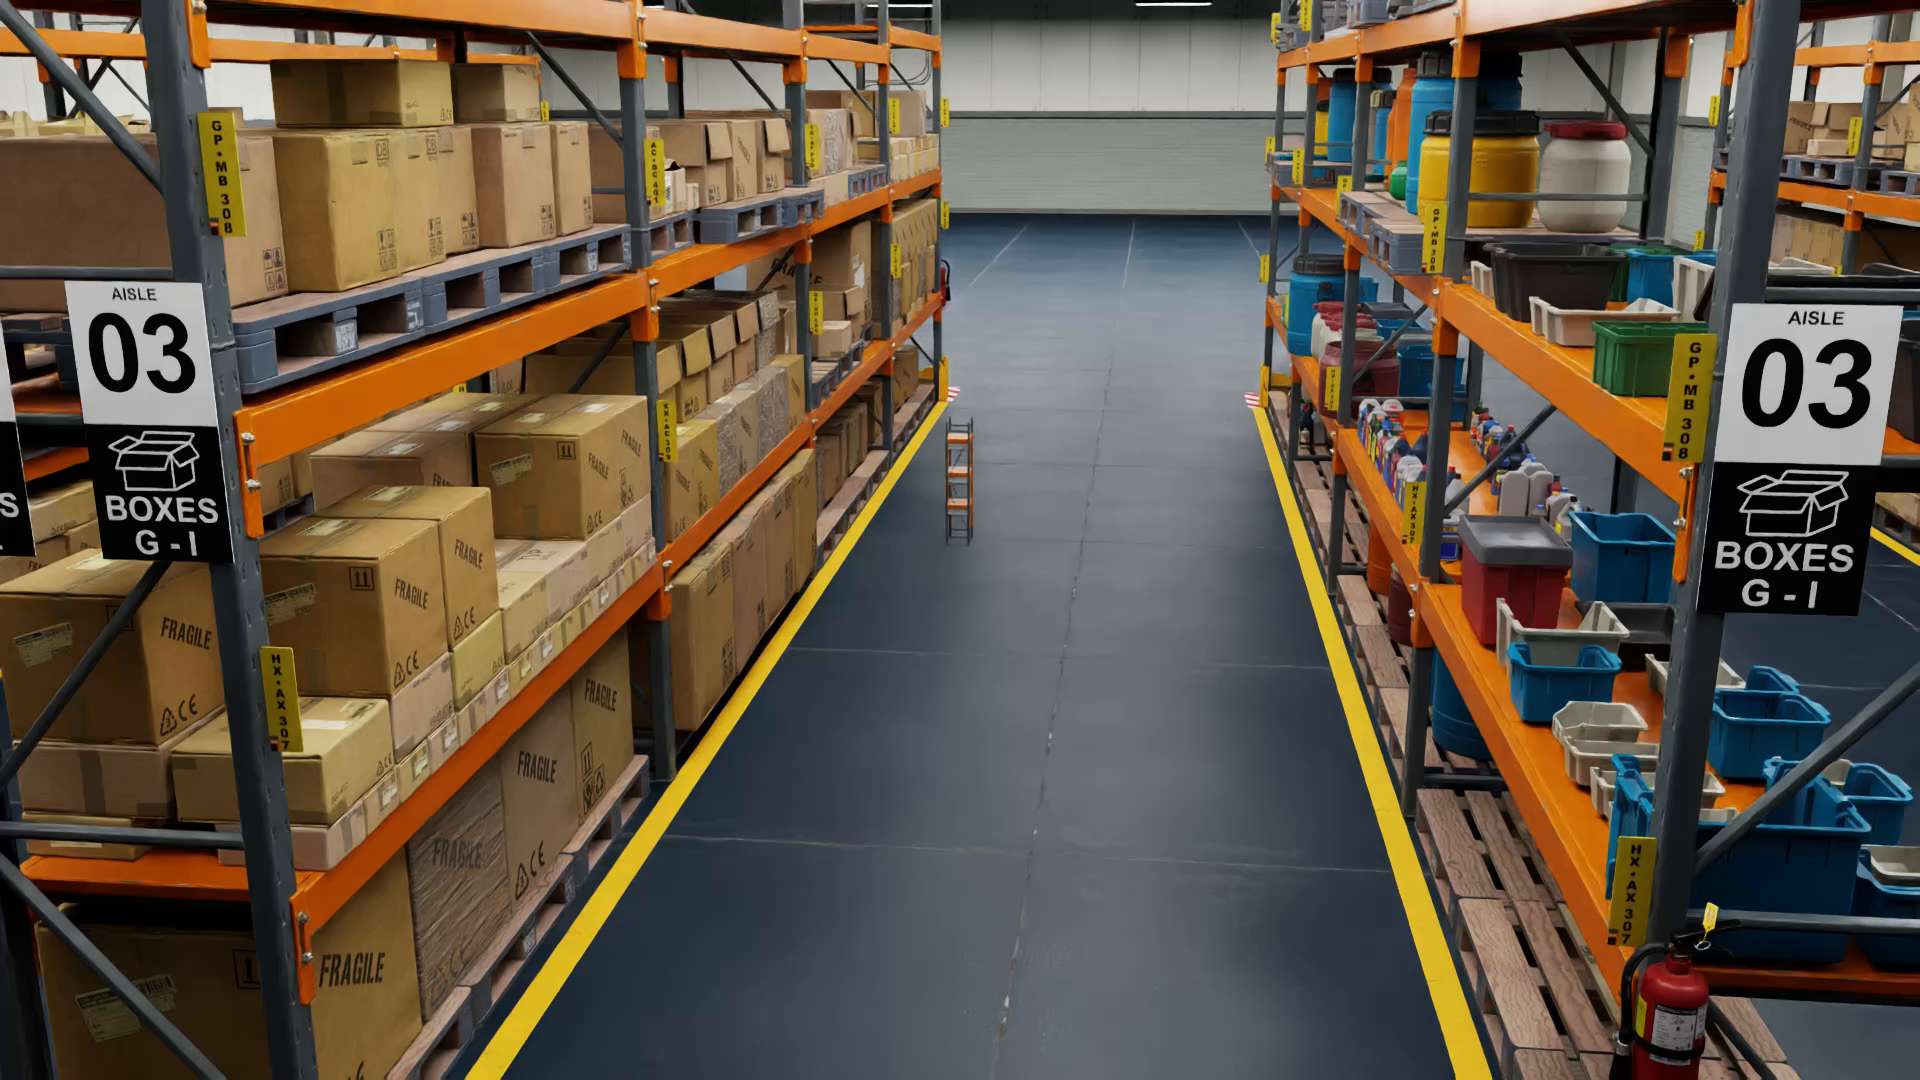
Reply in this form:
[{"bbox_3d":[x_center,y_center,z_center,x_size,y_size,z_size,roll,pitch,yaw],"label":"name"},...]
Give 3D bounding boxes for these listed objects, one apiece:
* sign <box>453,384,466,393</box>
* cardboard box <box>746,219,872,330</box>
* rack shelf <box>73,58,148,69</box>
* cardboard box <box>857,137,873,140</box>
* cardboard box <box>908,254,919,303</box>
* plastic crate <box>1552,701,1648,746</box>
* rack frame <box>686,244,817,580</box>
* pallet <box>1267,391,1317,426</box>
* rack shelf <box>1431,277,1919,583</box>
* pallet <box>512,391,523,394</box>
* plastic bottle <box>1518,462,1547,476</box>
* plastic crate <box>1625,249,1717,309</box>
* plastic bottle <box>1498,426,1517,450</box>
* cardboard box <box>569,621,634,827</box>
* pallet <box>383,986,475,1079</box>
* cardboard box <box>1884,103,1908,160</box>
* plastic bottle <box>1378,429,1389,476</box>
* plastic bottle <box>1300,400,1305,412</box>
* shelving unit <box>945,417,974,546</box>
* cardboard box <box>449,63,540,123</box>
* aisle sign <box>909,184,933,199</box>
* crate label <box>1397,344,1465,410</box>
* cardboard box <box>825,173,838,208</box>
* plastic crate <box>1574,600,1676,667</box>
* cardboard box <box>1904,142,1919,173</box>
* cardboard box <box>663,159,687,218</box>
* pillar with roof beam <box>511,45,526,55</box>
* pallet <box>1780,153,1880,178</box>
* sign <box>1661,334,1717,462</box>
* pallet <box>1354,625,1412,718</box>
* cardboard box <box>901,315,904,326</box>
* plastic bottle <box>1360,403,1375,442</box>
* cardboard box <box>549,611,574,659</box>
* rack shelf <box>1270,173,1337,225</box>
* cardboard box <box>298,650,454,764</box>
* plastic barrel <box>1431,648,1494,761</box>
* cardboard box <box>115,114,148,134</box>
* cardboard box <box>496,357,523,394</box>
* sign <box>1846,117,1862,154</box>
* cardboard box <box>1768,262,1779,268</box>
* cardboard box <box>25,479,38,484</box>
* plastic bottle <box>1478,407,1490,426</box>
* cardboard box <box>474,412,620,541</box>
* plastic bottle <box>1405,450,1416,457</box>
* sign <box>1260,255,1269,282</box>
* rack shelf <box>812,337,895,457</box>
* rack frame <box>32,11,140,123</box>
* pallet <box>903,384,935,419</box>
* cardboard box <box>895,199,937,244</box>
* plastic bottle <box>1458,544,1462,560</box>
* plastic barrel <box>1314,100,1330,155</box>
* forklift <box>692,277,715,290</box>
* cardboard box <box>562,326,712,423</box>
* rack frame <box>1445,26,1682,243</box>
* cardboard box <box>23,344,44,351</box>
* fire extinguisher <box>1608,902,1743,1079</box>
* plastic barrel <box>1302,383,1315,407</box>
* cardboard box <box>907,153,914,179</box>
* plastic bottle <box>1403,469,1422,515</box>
[{"bbox_3d":[-2.626,-0.664,8.806,0.100,0.325,0.005,2,15,6],"label":"sign"},{"bbox_3d":[-1.412,-2.495,15.690,1.000,1.000,1.000,2,15,7],"label":"cardboard box"},{"bbox_3d":[-10.804,-5.563,18.879,1.077,0.370,4.000,2,15,6],"label":"rack shelf"},{"bbox_3d":[-1.155,-4.344,18.256,0.380,0.149,0.250,2,15,6],"label":"cardboard box"},{"bbox_3d":[-0.926,-2.902,18.385,0.875,0.500,0.500,2,15,6],"label":"cardboard box"},{"bbox_3d":[2.365,0.710,6.181,0.298,0.136,0.250,2,15,6],"label":"plastic crate"},{"bbox_3d":[-1.635,-1.168,12.734,1.000,3.000,0.127,2,15,6],"label":"rack frame"},{"bbox_3d":[4.131,-1.519,19.375,1.003,0.211,1.213,2,15,6],"label":"pallet"},{"bbox_3d":[2.610,-0.566,6.141,1.077,0.370,4.000,2,15,6],"label":"rack shelf"},{"bbox_3d":[-5.801,-1.543,19.466,1.003,0.211,1.213,2,15,6],"label":"pallet"},{"bbox_3d":[3.397,-0.334,9.887,0.152,0.276,0.135,2,15,6],"label":"plastic bottle"},{"bbox_3d":[3.050,-1.106,7.080,0.416,0.233,0.300,2,15,6],"label":"plastic crate"},{"bbox_3d":[3.477,-0.544,10.522,0.144,0.351,0.185,2,15,6],"label":"plastic bottle"},{"bbox_3d":[-2.240,0.862,8.495,0.875,0.875,0.875,2,15,6],"label":"cardboard box"},{"bbox_3d":[-2.525,2.044,6.200,1.003,0.211,1.213,2,15,6],"label":"pallet"},{"bbox_3d":[8.978,-3.802,15.464,0.500,0.500,0.500,3,15,11],"label":"cardboard box"},{"bbox_3d":[2.741,-0.564,10.726,0.061,0.283,0.133,2,15,6],"label":"plastic bottle"},{"bbox_3d":[3.582,-1.302,17.462,0.144,0.351,0.185,2,15,6],"label":"plastic bottle"},{"bbox_3d":[-0.006,-0.493,13.974,0.215,1.050,0.252,2,15,6],"label":"shelving unit"},{"bbox_3d":[-2.198,-1.996,7.425,0.500,0.250,0.500,1,15,3],"label":"cardboard box"},{"bbox_3d":[-0.427,-4.505,20.094,0.394,0.787,0.004,2,15,6],"label":"aisle sign"},{"bbox_3d":[3.668,-1.288,13.113,0.502,0.435,0.616,2,15,6],"label":"crate label"},{"bbox_3d":[-1.270,-2.791,13.277,0.500,0.250,0.500,2,15,8],"label":"cardboard box"},{"bbox_3d":[2.976,0.418,7.283,0.437,0.125,0.590,2,15,6],"label":"plastic crate"},{"bbox_3d":[8.580,-3.331,14.471,0.500,0.250,0.500,3,15,12],"label":"cardboard box"},{"bbox_3d":[-1.873,-2.020,9.505,0.500,0.311,0.500,1,15,4],"label":"cardboard box"},{"bbox_3d":[-8.822,-14.076,48.977,9.100,9.000,0.548,2,15,6],"label":"pillar with roof beam"},{"bbox_3d":[8.870,-3.855,17.095,1.003,0.211,1.213,2,15,6],"label":"pallet"},{"bbox_3d":[1.836,-0.356,4.187,0.100,0.325,0.005,2,15,6],"label":"sign"},{"bbox_3d":[3.099,0.846,10.630,1.003,0.211,1.213,2,15,6],"label":"pallet"},{"bbox_3d":[-0.799,-2.326,17.498,0.380,0.149,0.250,2,15,6],"label":"cardboard box"},{"bbox_3d":[2.876,-0.828,11.723,0.097,0.271,0.097,0,15,0],"label":"plastic bottle"},{"bbox_3d":[-1.939,0.413,7.369,0.380,0.149,0.250,1,15,5],"label":"cardboard box"},{"bbox_3d":[3.964,-3.679,17.651,1.077,0.370,4.000,2,15,6],"label":"rack shelf"},{"bbox_3d":[-2.163,0.585,5.971,0.500,0.250,0.500,2,15,6],"label":"cardboard box"},{"bbox_3d":[2.914,0.685,9.096,0.600,0.901,0.708,2,15,6],"label":"plastic barrel"},{"bbox_3d":[-6.339,-3.093,12.450,0.396,0.266,0.258,2,15,6],"label":"cardboard box"},{"bbox_3d":[-5.757,-2.186,19.765,0.875,0.875,0.875,1,15,5],"label":"cardboard box"},{"bbox_3d":[8.108,-3.664,15.077,0.100,0.325,0.005,2,15,6],"label":"sign"},{"bbox_3d":[8.678,-2.817,17.399,0.380,0.149,0.250,2,15,7],"label":"cardboard box"},{"bbox_3d":[-6.996,-0.267,11.950,0.500,0.250,0.500,2,15,7],"label":"cardboard box"},{"bbox_3d":[3.639,-0.788,11.553,0.061,0.283,0.133,2,15,6],"label":"plastic bottle"},{"bbox_3d":[-1.933,-0.306,7.830,0.500,0.500,0.500,2,15,7],"label":"cardboard box"},{"bbox_3d":[2.760,-0.418,10.209,0.097,0.271,0.097,0,15,0],"label":"plastic bottle"},{"bbox_3d":[3.643,-3.248,19.895,0.100,0.325,0.005,2,15,6],"label":"sign"},{"bbox_3d":[-1.409,-1.339,14.746,1.077,0.370,4.000,2,15,6],"label":"rack shelf"},{"bbox_3d":[-6.551,-4.236,12.588,1.000,3.000,0.127,2,15,6],"label":"rack frame"},{"bbox_3d":[-0.867,-1.667,19.923,1.003,0.211,1.213,2,15,6],"label":"pallet"},{"bbox_3d":[-0.548,-3.767,19.670,0.500,0.500,0.500,2,15,6],"label":"cardboard box"},{"bbox_3d":[2.685,-0.001,8.801,0.097,0.201,0.097,0,15,0],"label":"plastic bottle"},{"bbox_3d":[4.187,-4.539,18.289,0.600,0.588,0.600,0,15,0],"label":"plastic barrel"},{"bbox_3d":[-3.206,-2.172,16.578,3.031,2.935,1.130,13,20,40],"label":"forklift"},{"bbox_3d":[-1.933,-1.006,10.023,0.797,0.503,0.637,2,15,7],"label":"cardboard box"},{"bbox_3d":[2.835,-2.880,7.574,1.000,3.000,0.127,2,15,6],"label":"rack frame"},{"bbox_3d":[-6.886,-1.392,12.102,0.380,0.149,0.250,1,15,4],"label":"cardboard box"},{"bbox_3d":[1.915,1.296,4.484,0.296,0.674,0.183,2,15,6],"label":"fire extinguisher"},{"bbox_3d":[4.135,-1.795,19.017,0.421,0.512,0.421,0,15,0],"label":"plastic barrel"},{"bbox_3d":[-0.757,-3.956,17.585,0.500,0.250,0.500,1,15,4],"label":"cardboard box"},{"bbox_3d":[2.657,-0.262,9.621,0.152,0.276,0.135,2,15,6],"label":"plastic bottle"}]
